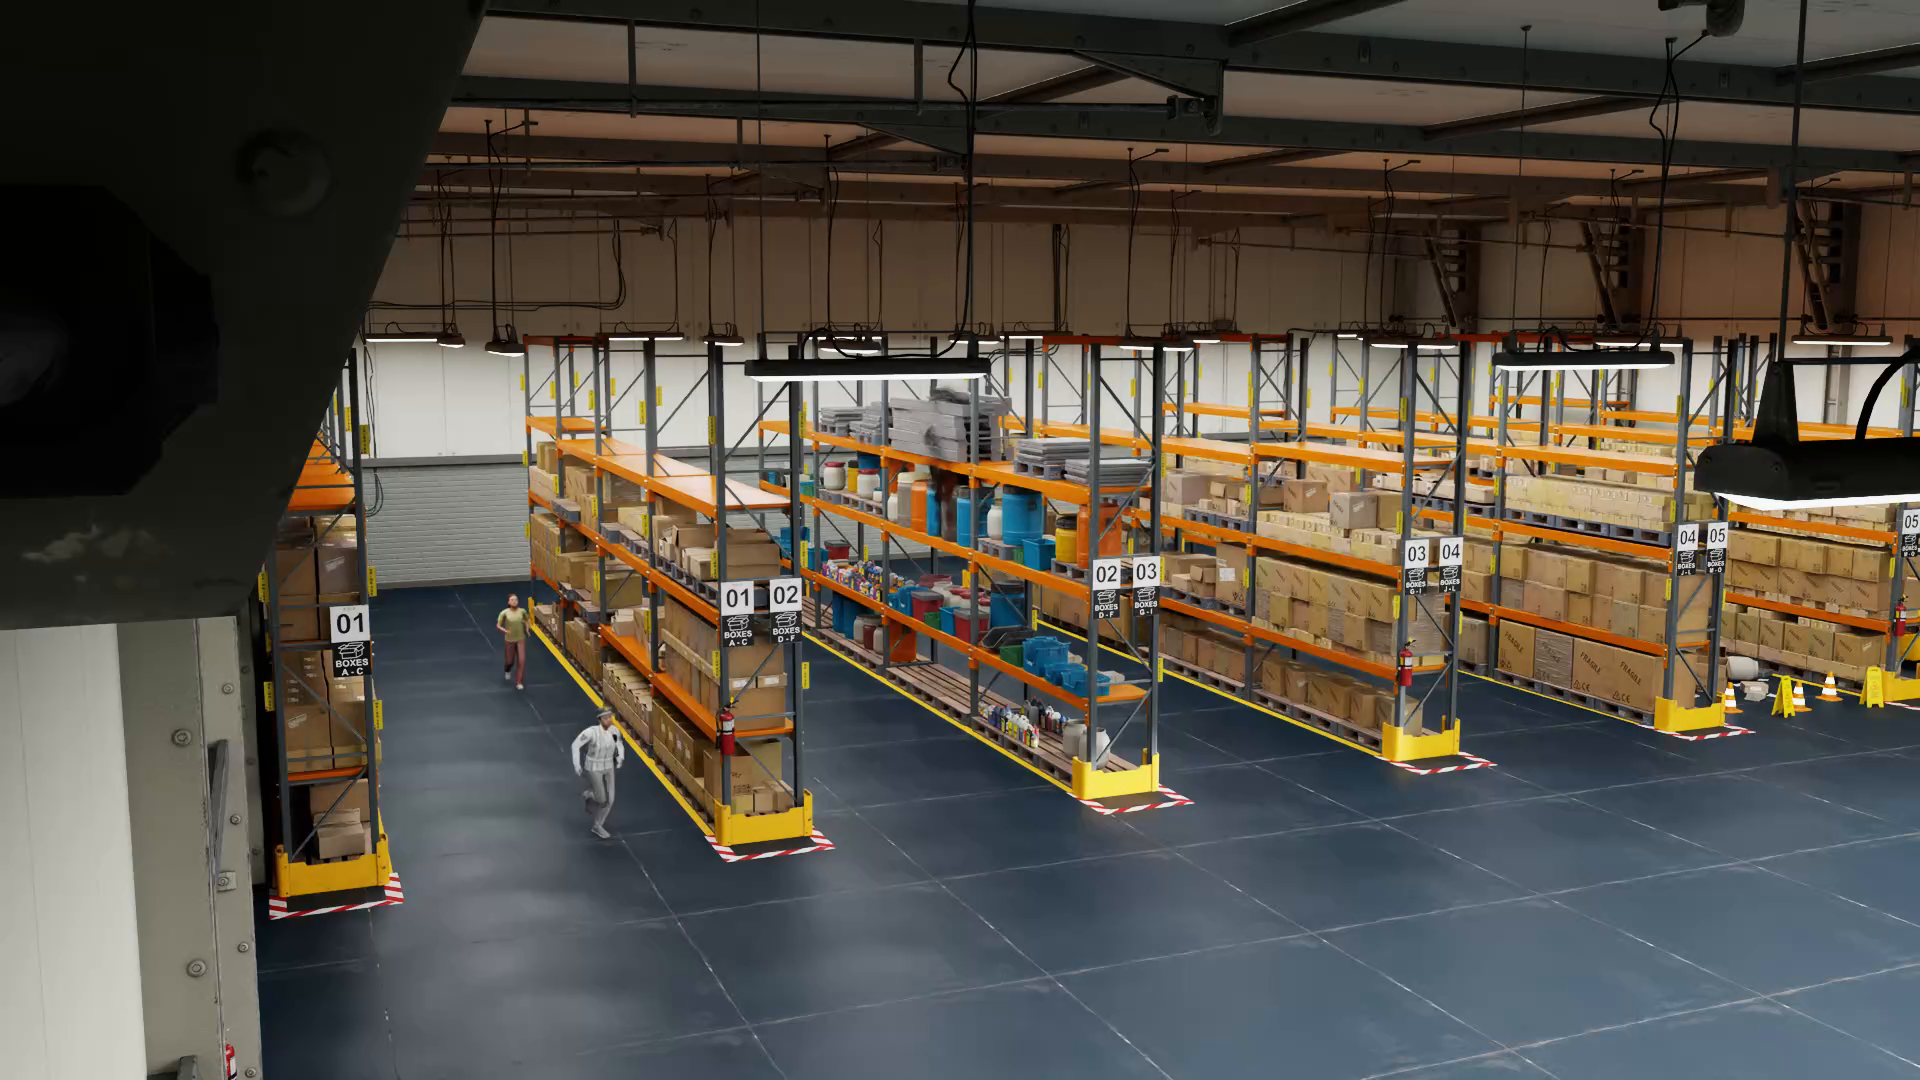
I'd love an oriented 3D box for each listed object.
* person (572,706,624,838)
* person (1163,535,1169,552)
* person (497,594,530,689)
[{"bbox_3d":[-4.431,2.828,20.457,0.653,1.650,0.647,-6,10,-40],"label":"person"},{"bbox_3d":[5.118,-0.100,42.281,0.523,1.616,0.829,5,9,35],"label":"person"},{"bbox_3d":[-7.660,1.724,28.621,0.588,1.628,0.758,-4,8,-26],"label":"person"}]
